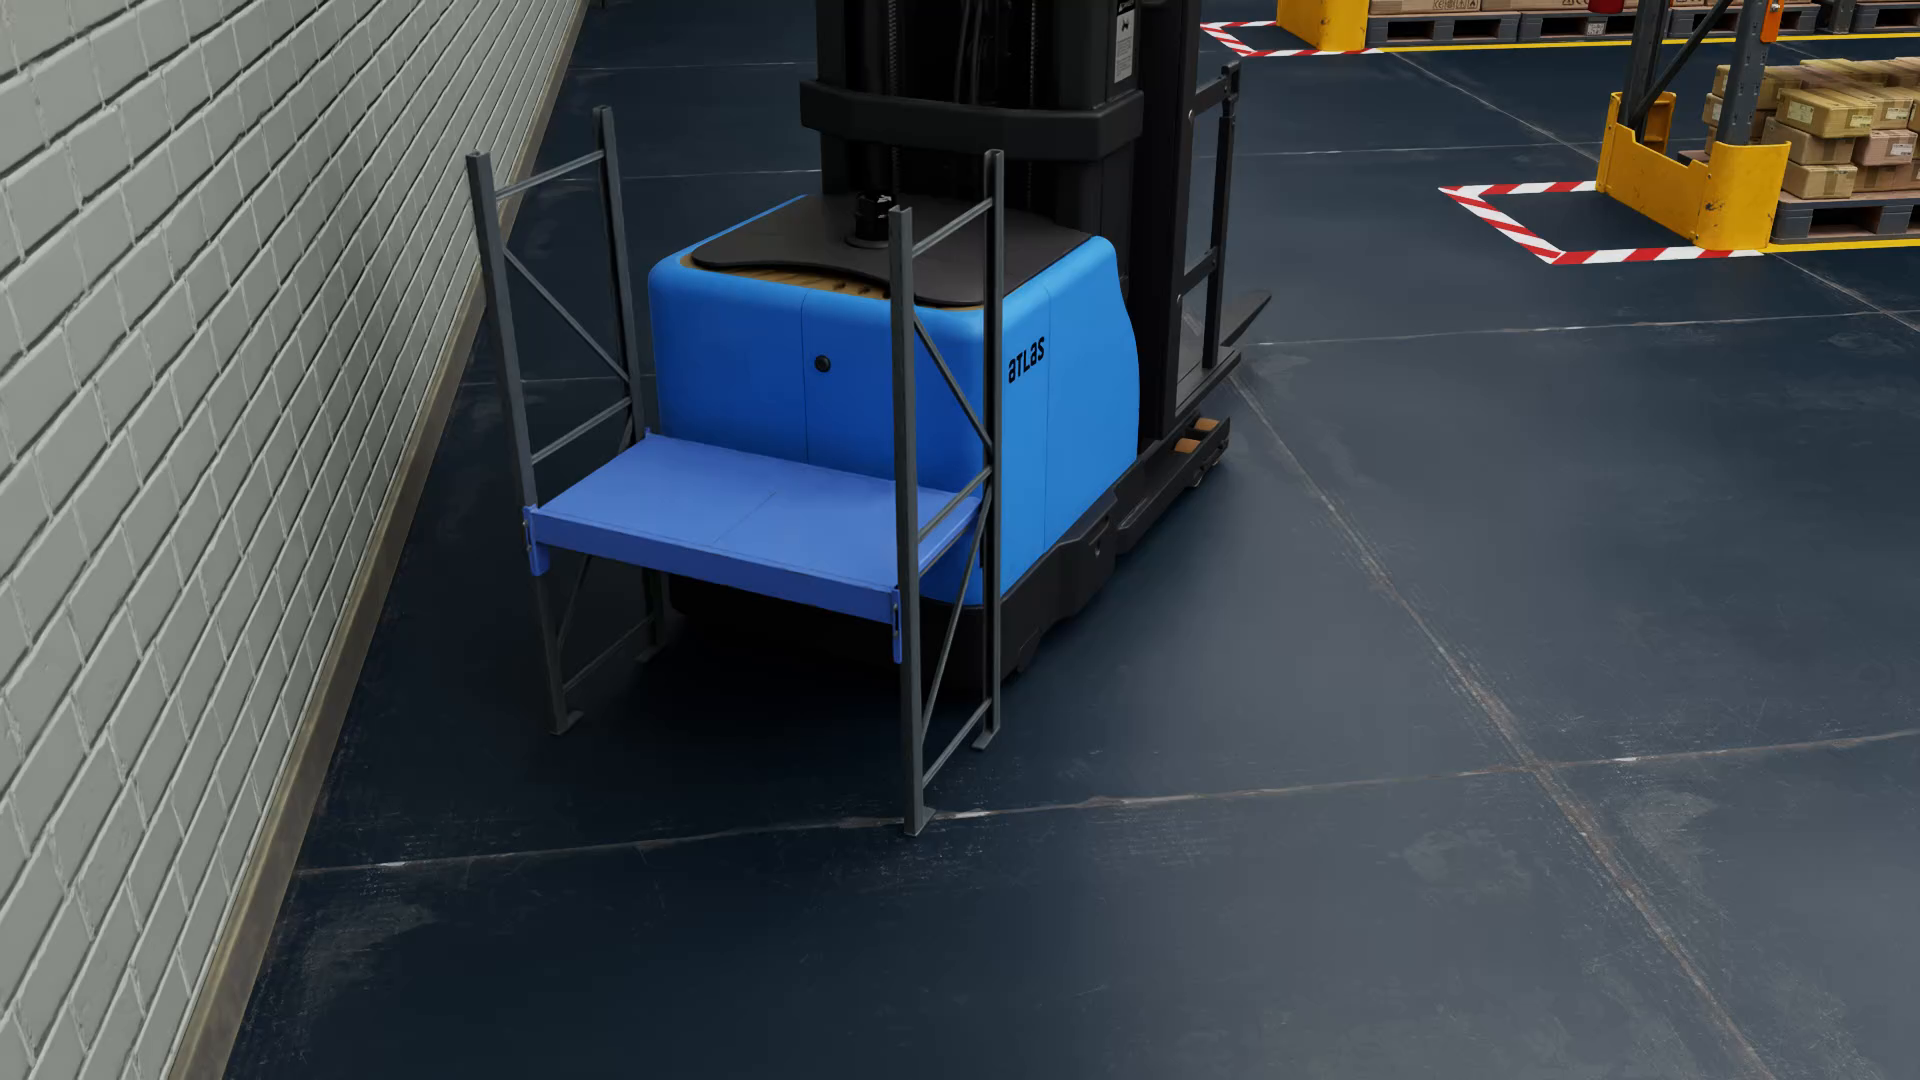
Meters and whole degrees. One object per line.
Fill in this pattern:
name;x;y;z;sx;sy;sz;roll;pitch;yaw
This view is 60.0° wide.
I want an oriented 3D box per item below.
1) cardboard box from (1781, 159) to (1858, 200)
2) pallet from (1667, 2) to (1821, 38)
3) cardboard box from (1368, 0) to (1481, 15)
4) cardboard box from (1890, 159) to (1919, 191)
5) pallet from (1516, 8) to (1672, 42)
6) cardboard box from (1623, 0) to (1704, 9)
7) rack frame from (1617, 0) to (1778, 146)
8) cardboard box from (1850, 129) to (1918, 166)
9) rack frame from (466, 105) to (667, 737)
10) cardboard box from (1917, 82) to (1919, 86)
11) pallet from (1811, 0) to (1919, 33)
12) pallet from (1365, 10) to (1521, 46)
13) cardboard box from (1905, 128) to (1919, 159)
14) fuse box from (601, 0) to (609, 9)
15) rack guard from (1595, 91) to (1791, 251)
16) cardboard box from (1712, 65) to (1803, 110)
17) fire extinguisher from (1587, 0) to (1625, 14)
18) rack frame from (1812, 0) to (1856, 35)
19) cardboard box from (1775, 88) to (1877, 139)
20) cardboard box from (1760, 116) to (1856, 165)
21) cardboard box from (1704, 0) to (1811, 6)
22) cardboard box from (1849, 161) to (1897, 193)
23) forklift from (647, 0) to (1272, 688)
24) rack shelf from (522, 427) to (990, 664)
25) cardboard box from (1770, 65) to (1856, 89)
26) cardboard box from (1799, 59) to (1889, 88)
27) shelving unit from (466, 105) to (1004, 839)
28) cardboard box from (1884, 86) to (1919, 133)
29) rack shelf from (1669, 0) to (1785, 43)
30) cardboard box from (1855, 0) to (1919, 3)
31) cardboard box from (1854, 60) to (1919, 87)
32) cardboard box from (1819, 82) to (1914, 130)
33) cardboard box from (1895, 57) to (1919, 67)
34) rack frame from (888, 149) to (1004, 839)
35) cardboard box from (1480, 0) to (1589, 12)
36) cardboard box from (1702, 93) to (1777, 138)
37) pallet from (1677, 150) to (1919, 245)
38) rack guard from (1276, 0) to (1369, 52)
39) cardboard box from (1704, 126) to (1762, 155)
cardboard box;4.136;-1.787;8.110;0.250;0.149;0.380;-3;27;-6
pallet;5.980;-4.212;13.228;1.213;0.211;1.003;-4;27;-7
cardboard box;3.422;-4.345;12.780;0.875;0.438;0.875;-5;28;-9
cardboard box;4.629;-1.860;8.251;0.250;0.149;0.380;-3;27;-7
pallet;4.769;-4.133;13.074;1.213;0.211;1.003;-4;27;-7
cardboard box;5.221;-4.464;13.011;0.875;0.438;0.875;-4;27;-9
rack frame;3.573;-2.980;7.772;0.127;3.000;1.000;-4;27;-7
cardboard box;4.406;-1.940;8.082;0.250;0.149;0.380;-4;27;-7
rack frame;-0.943;-0.267;4.121;0.032;1.500;0.500;12;30;22
cardboard box;4.896;-2.126;8.119;0.250;0.149;0.380;-5;28;-10
pallet;7.497;-4.308;13.415;1.213;0.211;1.003;-4;27;-7
pallet;3.564;-4.057;12.925;1.213;0.211;1.003;-4;27;-7
cardboard box;4.636;-1.996;8.190;0.250;0.149;0.380;-3;27;-6
fuse box;-2.946;-5.228;13.564;0.414;1.711;0.539;-4;27;-7
rack guard;3.648;-1.873;8.352;0.348;0.500;1.175;-4;27;-7
cardboard box;4.062;-2.311;8.480;0.250;0.149;0.380;-3;27;-7
fire extinguisher;3.259;-2.972;8.250;0.183;0.674;0.296;-4;27;-7
rack frame;6.744;-5.466;12.616;0.127;3.000;1.000;-4;27;-7
cardboard box;4.139;-2.043;7.957;0.250;0.149;0.380;-5;28;-9
cardboard box;4.127;-1.948;8.098;0.250;0.149;0.380;-3;27;-5
cardboard box;6.107;-4.521;13.122;0.875;0.438;0.875;-4;27;-8
cardboard box;4.384;-1.841;8.214;0.250;0.149;0.380;-4;27;-7
forklift;0.281;-1.561;5.081;1.130;2.935;3.031;13;30;23
rack shelf;-0.479;-0.012;4.017;1.000;0.185;0.538;12;30;22
cardboard box;4.318;-2.301;8.461;0.250;0.149;0.380;-3;27;-6
cardboard box;4.557;-2.375;8.605;0.250;0.149;0.380;-4;27;-8
shelving unit;-0.480;-0.171;3.933;1.048;1.500;0.538;12;30;22
cardboard box;4.662;-2.073;8.015;0.250;0.149;0.380;-4;27;-7
rack shelf;5.553;-2.787;8.184;4.000;0.370;1.077;-4;27;-7
cardboard box;7.347;-4.783;13.153;0.875;0.875;0.875;-3;27;-6
cardboard box;4.822;-2.363;8.581;0.250;0.149;0.380;-5;28;-9
cardboard box;4.395;-2.115;8.097;0.250;0.149;0.380;-3;27;-6
cardboard box;5.081;-2.405;8.663;0.250;0.149;0.380;-3;27;-5
rack frame;-0.018;-0.074;3.745;0.032;1.500;0.500;12;30;22
cardboard box;4.328;-4.407;12.900;0.875;0.438;0.875;-3;27;-6
cardboard box;4.055;-2.193;8.576;0.250;0.149;0.380;-4;27;-8
pallet;4.457;-1.780;8.488;1.213;0.211;1.003;-4;27;-7
rack guard;2.759;-4.098;12.688;0.348;0.500;1.175;-4;27;-7
cardboard box;4.065;-2.026;8.576;0.250;0.149;0.380;-3;27;-6
